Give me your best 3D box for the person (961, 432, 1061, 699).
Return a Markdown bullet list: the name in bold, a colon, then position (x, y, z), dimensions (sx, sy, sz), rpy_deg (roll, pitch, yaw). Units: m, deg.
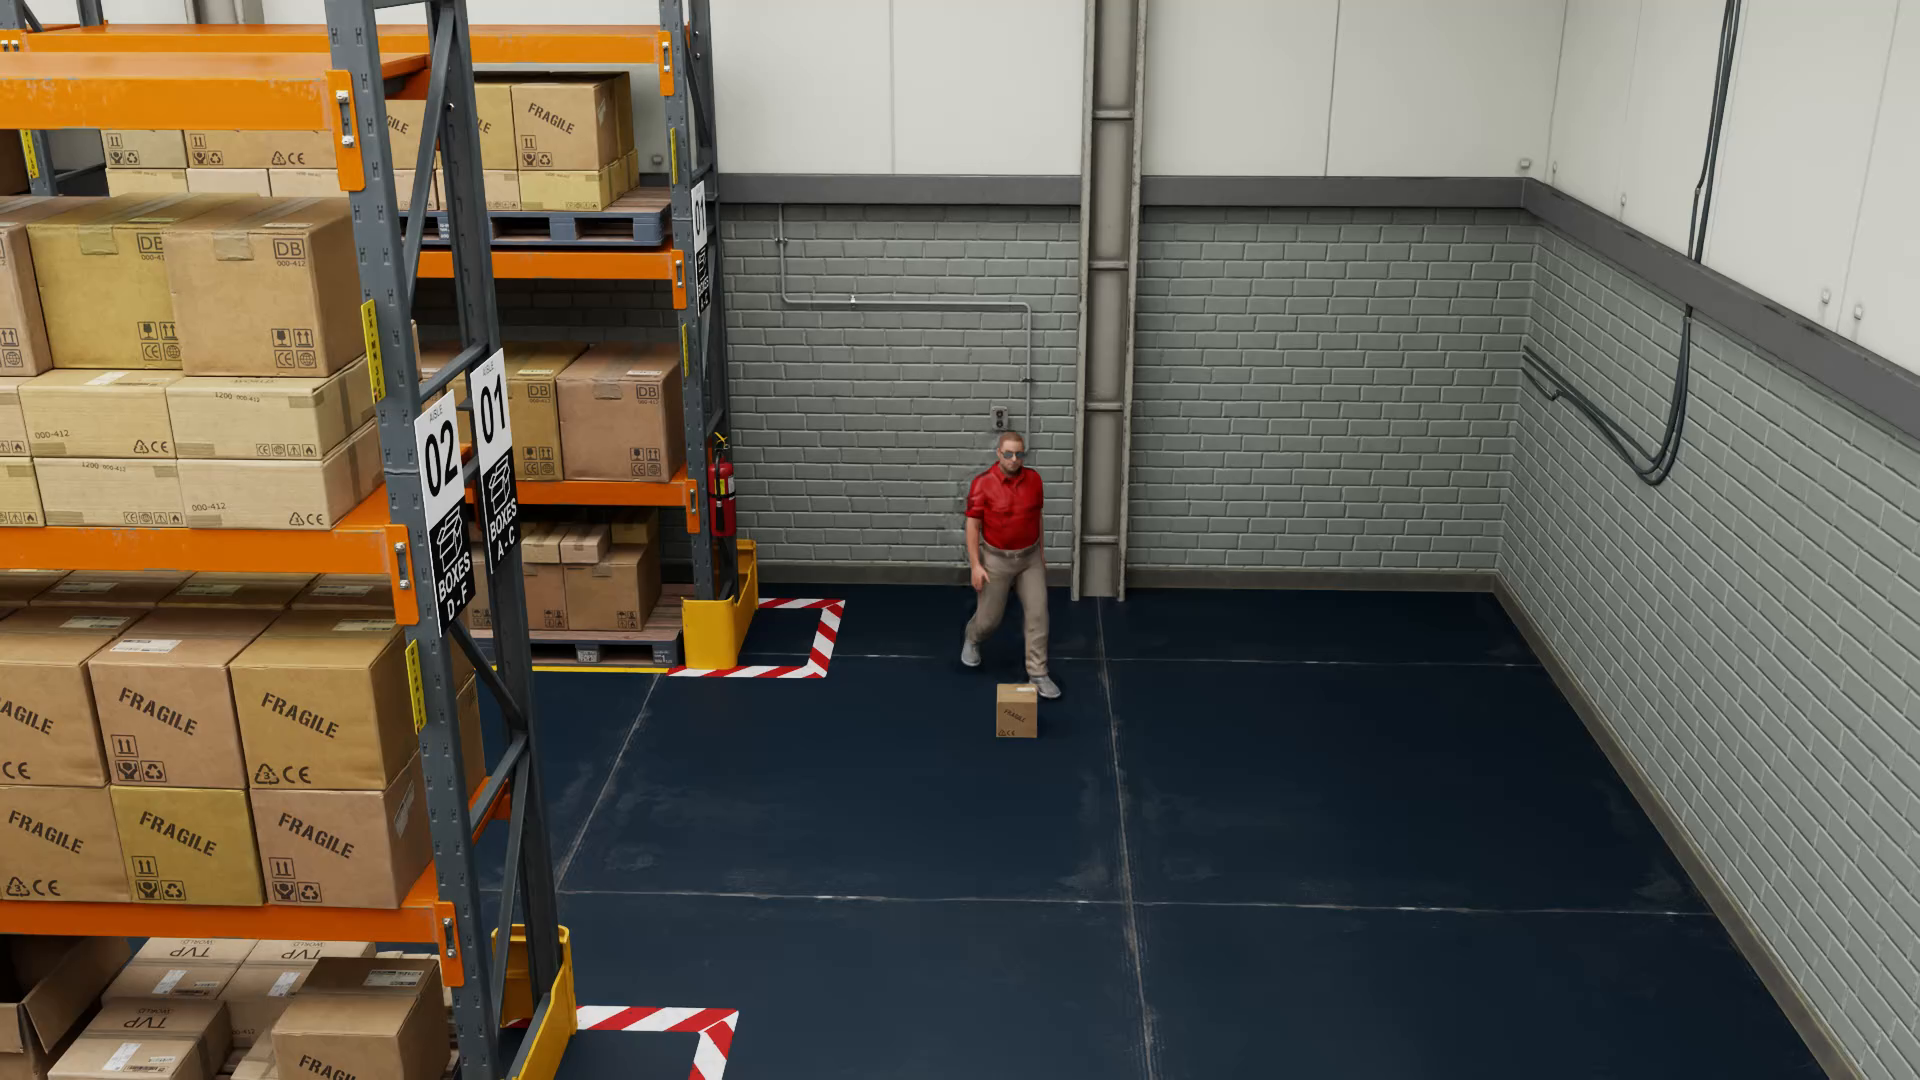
- **person**: position (0.327, 0.128, 10.765), dimensions (0.593, 1.687, 0.880), rpy_deg (-10, 23, -24)
